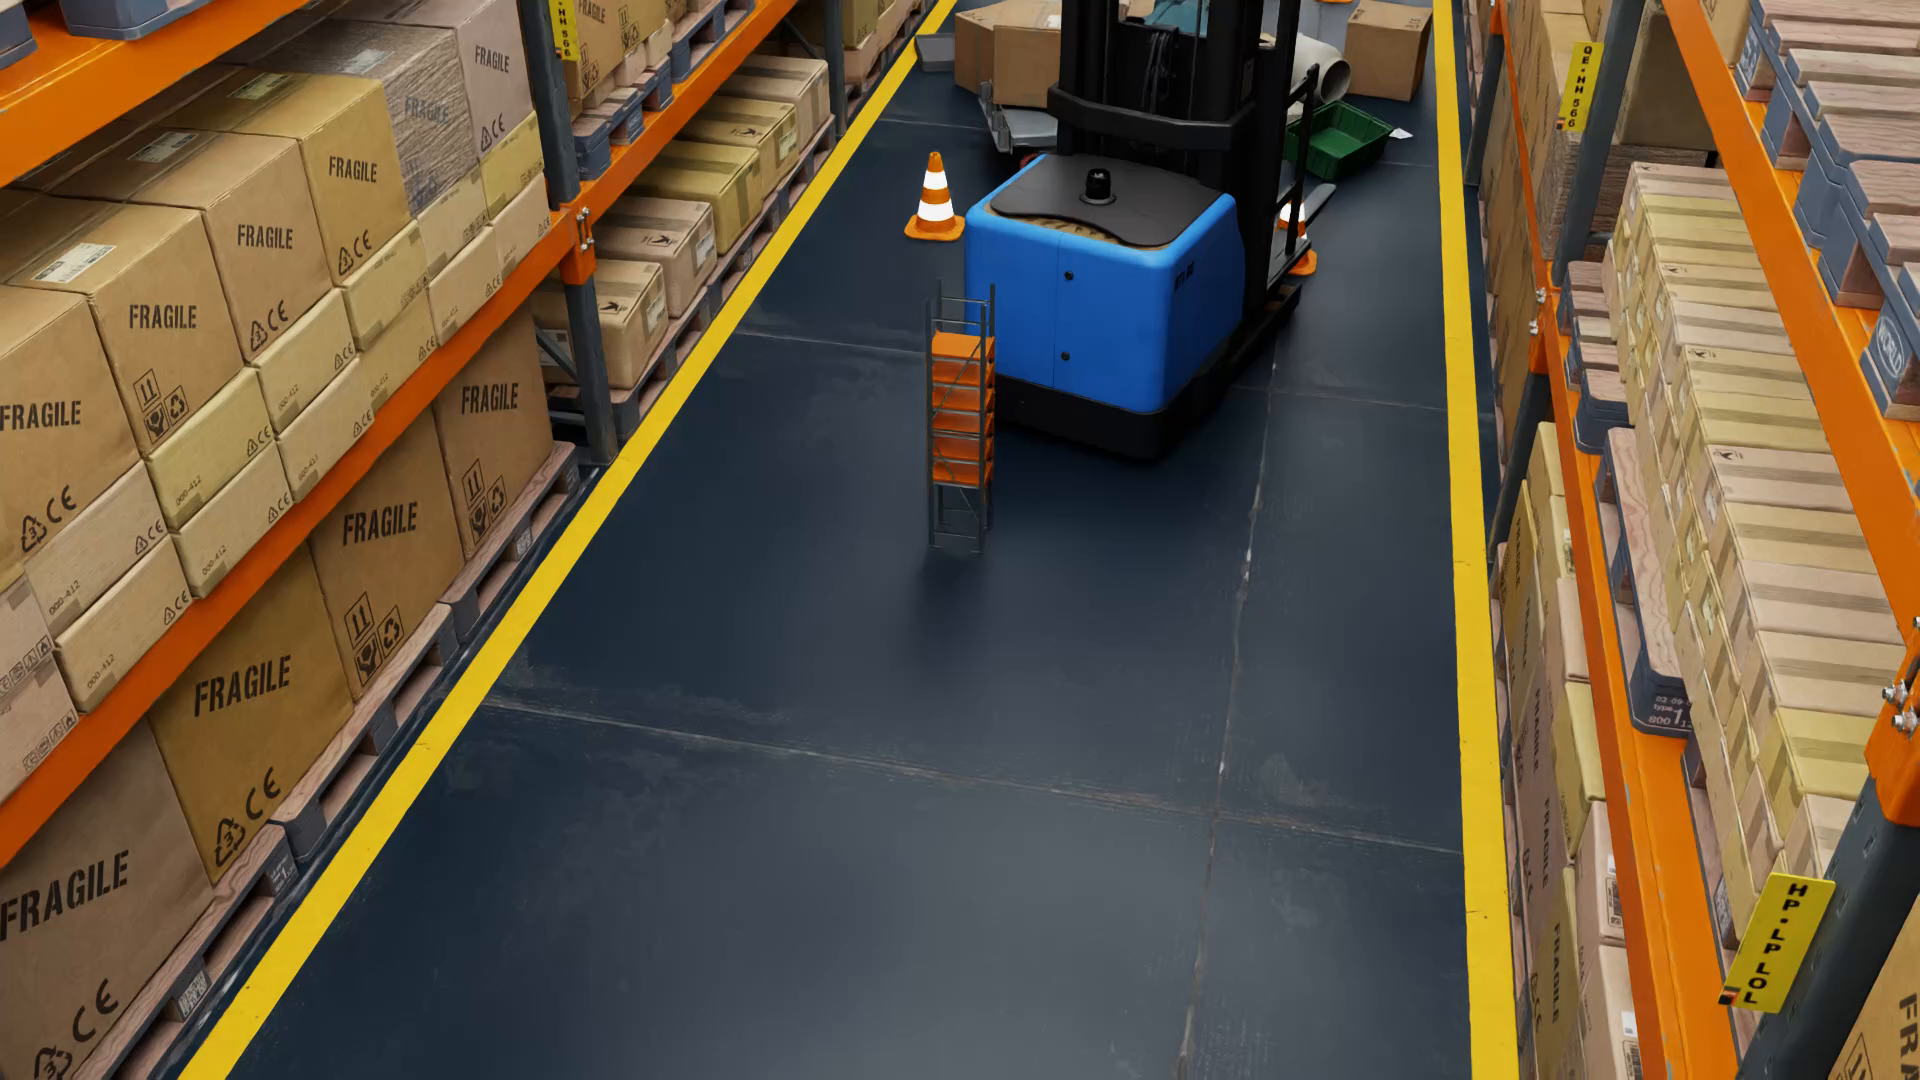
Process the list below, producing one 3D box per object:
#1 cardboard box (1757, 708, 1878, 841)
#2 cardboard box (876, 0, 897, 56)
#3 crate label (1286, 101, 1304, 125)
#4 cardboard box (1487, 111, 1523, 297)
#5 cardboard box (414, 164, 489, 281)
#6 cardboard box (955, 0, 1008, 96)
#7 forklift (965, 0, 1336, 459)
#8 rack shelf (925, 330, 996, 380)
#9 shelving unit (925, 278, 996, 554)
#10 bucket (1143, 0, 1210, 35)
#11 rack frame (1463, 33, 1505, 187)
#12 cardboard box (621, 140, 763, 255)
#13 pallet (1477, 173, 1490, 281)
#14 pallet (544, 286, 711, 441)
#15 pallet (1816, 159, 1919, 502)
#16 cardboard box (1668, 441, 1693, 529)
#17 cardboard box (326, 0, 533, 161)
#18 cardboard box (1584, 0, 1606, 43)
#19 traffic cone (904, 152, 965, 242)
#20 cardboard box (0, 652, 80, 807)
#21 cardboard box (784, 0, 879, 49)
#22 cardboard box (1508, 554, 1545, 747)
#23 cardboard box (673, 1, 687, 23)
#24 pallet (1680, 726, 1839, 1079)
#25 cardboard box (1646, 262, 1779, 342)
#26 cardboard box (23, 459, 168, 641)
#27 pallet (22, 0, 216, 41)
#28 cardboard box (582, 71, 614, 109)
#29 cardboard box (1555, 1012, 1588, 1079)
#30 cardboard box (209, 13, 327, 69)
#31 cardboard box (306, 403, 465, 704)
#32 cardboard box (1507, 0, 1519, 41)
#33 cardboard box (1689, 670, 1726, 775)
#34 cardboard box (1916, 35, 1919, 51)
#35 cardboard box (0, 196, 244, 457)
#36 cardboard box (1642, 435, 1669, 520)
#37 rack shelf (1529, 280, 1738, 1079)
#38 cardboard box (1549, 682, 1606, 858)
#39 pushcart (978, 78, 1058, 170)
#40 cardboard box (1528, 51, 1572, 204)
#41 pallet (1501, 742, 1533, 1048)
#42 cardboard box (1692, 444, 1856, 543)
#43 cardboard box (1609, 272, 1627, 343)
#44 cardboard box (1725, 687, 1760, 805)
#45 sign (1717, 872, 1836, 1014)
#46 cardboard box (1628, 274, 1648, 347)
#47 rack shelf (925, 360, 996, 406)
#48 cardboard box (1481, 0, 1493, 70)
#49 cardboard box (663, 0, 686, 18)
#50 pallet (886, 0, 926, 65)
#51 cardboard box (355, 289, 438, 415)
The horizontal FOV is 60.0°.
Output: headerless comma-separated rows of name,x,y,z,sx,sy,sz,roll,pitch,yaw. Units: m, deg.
cardboard box,1.854,0.494,3.361,0.380,0.149,0.250,6,36,9
cardboard box,-0.754,-3.605,11.653,0.500,0.250,0.500,9,37,13
crate label,2.188,-2.799,10.995,0.298,0.136,0.250,-17,39,-22
cardboard box,3.356,-1.713,8.617,1.050,0.750,0.750,7,37,10
cardboard box,-2.062,-1.181,6.025,0.500,0.250,0.500,6,36,9
cardboard box,0.312,-3.369,11.471,0.500,0.500,0.500,-24,42,-30
forklift,1.167,-2.404,8.070,1.130,2.935,3.031,18,40,23
rack shelf,0.003,-0.750,6.724,0.258,0.103,0.180,7,37,10
shelving unit,0.003,-0.494,6.909,0.258,1.200,0.189,7,37,10
bucket,1.388,-3.031,10.370,0.726,0.611,0.620,20,51,26
rack frame,3.611,-3.374,9.349,1.000,3.000,0.127,7,37,10
cardboard box,-1.653,-1.930,9.239,0.950,0.372,0.625,8,37,12
pallet,3.520,-1.793,9.544,1.003,0.211,1.213,7,37,10
pallet,-1.933,-0.962,8.398,1.003,0.211,1.213,7,37,10
pallet,2.138,-0.267,2.666,1.213,0.211,1.003,7,37,10
cardboard box,2.130,-0.124,4.468,0.380,0.149,0.250,9,37,12
cardboard box,-1.956,-1.760,6.184,0.500,0.500,0.500,6,36,9
cardboard box,3.076,-2.367,7.022,0.700,0.500,0.500,7,36,9
traffic cone,-0.144,-2.023,9.647,0.336,0.463,0.334,7,37,10
cardboard box,-2.603,0.491,4.144,0.500,0.250,0.500,6,36,9
cardboard box,-0.857,-3.601,11.009,0.500,0.500,0.500,9,37,12
cardboard box,2.252,0.423,5.882,0.500,0.500,0.500,8,37,11
cardboard box,-1.577,-2.654,8.211,0.380,0.149,0.250,9,37,12
pallet,2.207,0.870,3.657,1.003,0.211,1.213,7,37,10
cardboard box,2.300,-0.703,5.013,0.380,0.149,0.250,6,36,8
cardboard box,-2.502,-0.011,4.411,0.500,0.250,0.500,8,37,11
pallet,-2.423,-1.764,4.733,1.003,0.211,1.213,9,37,12
cardboard box,-1.757,-2.033,7.355,0.380,0.149,0.250,5,36,7
cardboard box,1.814,1.599,4.261,0.500,0.500,0.500,7,36,9
cardboard box,-2.542,-1.551,5.897,0.500,0.500,0.500,7,37,10
cardboard box,-2.524,-0.057,6.225,0.875,0.875,0.875,8,37,11
cardboard box,3.128,-2.857,8.551,0.500,0.500,0.500,8,37,10
cardboard box,1.957,0.456,3.921,0.380,0.149,0.250,6,36,8
cardboard box,2.360,-1.083,3.187,0.797,0.503,0.637,7,36,9
cardboard box,-2.389,-0.594,4.576,0.500,0.500,0.500,6,36,9
cardboard box,2.182,-0.158,4.768,0.380,0.149,0.250,8,37,11
rack shelf,2.329,0.357,4.814,1.077,0.370,4.000,7,37,10
cardboard box,2.036,0.694,4.869,0.500,0.250,0.500,6,36,8
pushcart,0.991,-2.618,10.540,1.648,0.377,0.936,-5,36,-6
cardboard box,2.698,-1.699,6.953,0.500,0.500,0.500,7,37,10
pallet,2.325,1.193,5.424,1.003,0.211,1.213,7,37,10
cardboard box,2.076,-0.099,4.179,0.380,0.149,0.250,6,36,8
cardboard box,2.406,-0.764,5.605,0.380,0.149,0.250,9,37,12
cardboard box,1.905,0.478,3.638,0.380,0.149,0.250,9,37,12
sign,1.359,0.676,2.775,0.100,0.325,0.005,7,37,10
cardboard box,2.347,-0.709,5.274,0.380,0.149,0.250,6,36,9
rack shelf,0.003,-0.652,6.795,0.258,0.103,0.180,7,37,10
cardboard box,4.002,-3.553,11.049,0.875,0.875,0.875,8,37,10
cardboard box,-1.567,-2.808,7.872,0.500,0.500,0.500,8,37,11
pallet,-0.879,-3.899,12.449,1.003,0.211,1.213,7,37,10
cardboard box,-2.172,-0.679,5.758,0.500,0.250,0.500,7,37,9
